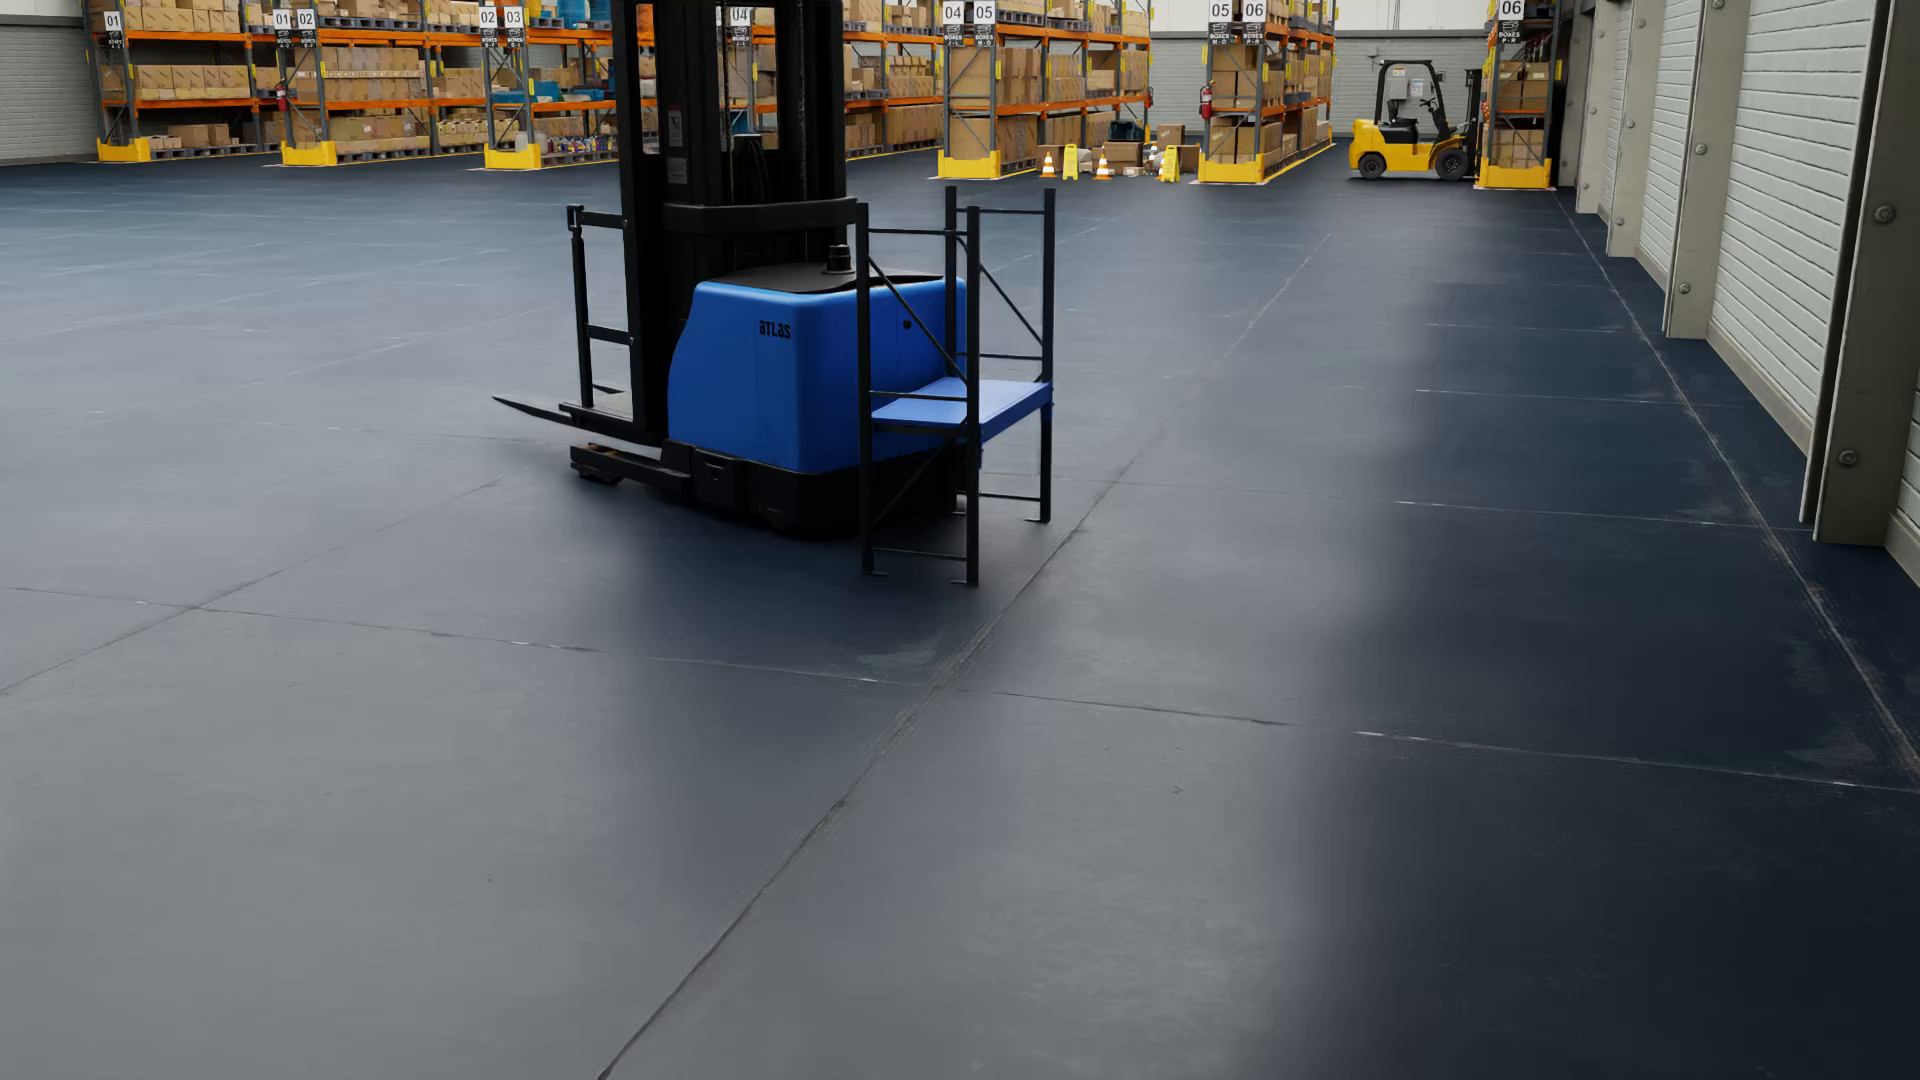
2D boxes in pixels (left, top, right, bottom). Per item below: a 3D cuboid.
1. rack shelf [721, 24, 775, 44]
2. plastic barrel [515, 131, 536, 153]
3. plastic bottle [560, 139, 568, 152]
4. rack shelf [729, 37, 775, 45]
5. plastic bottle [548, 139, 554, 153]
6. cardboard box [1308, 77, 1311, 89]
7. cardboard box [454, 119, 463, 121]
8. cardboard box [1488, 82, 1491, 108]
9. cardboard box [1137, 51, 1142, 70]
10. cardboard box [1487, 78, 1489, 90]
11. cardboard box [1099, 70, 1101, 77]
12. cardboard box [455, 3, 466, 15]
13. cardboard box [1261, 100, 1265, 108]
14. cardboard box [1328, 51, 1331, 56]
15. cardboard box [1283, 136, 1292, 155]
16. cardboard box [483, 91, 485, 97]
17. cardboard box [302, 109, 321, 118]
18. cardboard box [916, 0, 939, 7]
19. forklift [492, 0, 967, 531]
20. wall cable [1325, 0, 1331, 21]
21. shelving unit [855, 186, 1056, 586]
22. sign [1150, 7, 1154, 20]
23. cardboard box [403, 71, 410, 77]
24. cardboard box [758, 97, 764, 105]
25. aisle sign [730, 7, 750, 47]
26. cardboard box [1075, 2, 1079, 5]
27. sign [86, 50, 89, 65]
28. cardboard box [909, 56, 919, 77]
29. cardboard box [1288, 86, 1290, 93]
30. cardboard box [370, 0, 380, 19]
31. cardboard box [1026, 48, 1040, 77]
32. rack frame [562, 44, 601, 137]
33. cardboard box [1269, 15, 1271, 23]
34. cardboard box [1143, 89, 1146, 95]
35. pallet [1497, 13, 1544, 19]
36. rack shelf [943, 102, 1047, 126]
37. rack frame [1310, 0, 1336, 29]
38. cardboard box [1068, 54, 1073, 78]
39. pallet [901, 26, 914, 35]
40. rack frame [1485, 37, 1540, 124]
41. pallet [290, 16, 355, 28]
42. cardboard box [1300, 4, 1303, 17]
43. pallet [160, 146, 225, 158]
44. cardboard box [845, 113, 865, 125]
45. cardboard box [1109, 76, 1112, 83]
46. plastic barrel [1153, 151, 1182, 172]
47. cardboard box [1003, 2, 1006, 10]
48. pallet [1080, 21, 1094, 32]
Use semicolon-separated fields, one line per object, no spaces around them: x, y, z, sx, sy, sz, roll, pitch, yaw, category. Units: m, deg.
-3.974;-10.415;34.374;1.077;0.370;4.000;5;16;16;rack shelf
-9.178;-8.362;35.105;0.421;0.512;0.421;0;16;0;plastic barrel
-8.807;-8.782;36.981;0.152;0.276;0.135;5;16;16;plastic bottle
-5.313;-13.939;46.797;1.077;0.370;4.000;5;16;16;rack shelf
-8.990;-8.654;36.516;0.061;0.283;0.133;5;16;16;plastic bottle
7.914;-10.666;38.795;0.500;0.250;0.500;5;16;16;cardboard box
-12.485;-10.421;41.813;0.500;0.311;0.500;4;16;14;cardboard box
10.041;-8.241;30.705;0.500;0.500;0.500;5;17;16;cardboard box
4.556;-12.834;44.519;0.500;0.500;0.500;6;17;19;cardboard box
11.323;-9.540;34.827;0.500;0.250;0.500;4;16;14;cardboard box
3.221;-11.359;40.481;0.380;0.149;0.250;4;16;15;cardboard box
-14.768;-15.368;48.466;0.500;0.500;0.500;4;16;15;cardboard box
5.465;-8.109;30.881;0.380;0.149;0.250;4;16;14;cardboard box
9.554;-12.802;43.763;0.380;0.149;0.250;4;16;15;cardboard box
6.639;-8.519;35.912;0.950;0.372;0.625;5;17;18;cardboard box
-12.074;-11.198;41.774;0.380;0.149;0.250;6;17;20;cardboard box
-16.893;-11.074;43.274;0.500;0.250;0.500;5;17;17;cardboard box
-0.859;-14.282;44.179;0.500;0.250;0.500;4;16;12;cardboard box
-1.336;-1.778;8.225;1.130;2.935;3.031;-15;22;-43;forklift
10.852;-16.609;49.394;0.463;3.000;0.029;5;16;16;wall cable
0.005;-0.693;7.024;0.538;1.500;1.048;6;17;19;shelving unit
5.257;-14.391;45.449;0.100;0.325;0.005;5;16;16;sign
-12.919;-10.750;38.361;0.380;0.149;0.250;4;16;14;cardboard box
-4.144;-8.794;33.298;0.380;0.149;0.250;5;16;16;cardboard box
-4.273;-10.006;32.347;0.394;0.787;0.004;5;16;16;aisle sign
2.669;-12.801;39.879;0.396;0.266;0.258;5;16;16;cardboard box
-19.316;-10.705;36.872;0.100;0.325;0.005;5;16;16;sign
-1.512;-12.119;42.537;0.797;0.503;0.637;5;17;16;cardboard box
6.635;-9.339;34.449;0.380;0.149;0.250;5;17;17;cardboard box
-13.492;-11.952;37.258;0.797;0.503;0.637;7;17;22;cardboard box
1.138;-9.775;34.043;0.875;0.550;0.550;5;16;16;cardboard box
-10.629;-12.704;46.621;1.000;3.000;0.127;5;16;16;rack frame
5.580;-9.689;30.956;0.380;0.149;0.250;4;16;14;cardboard box
4.909;-12.342;45.806;0.380;0.149;0.250;5;16;16;cardboard box
10.638;-9.864;31.276;1.003;0.211;1.213;5;16;16;pallet
0.753;-8.561;33.334;1.077;0.370;4.000;5;16;16;rack shelf
9.506;-15.099;44.071;1.000;3.000;0.127;5;16;16;rack frame
2.178;-10.757;37.742;0.700;0.500;0.500;4;16;15;cardboard box
-1.822;-12.706;41.477;1.003;0.211;1.213;5;17;18;pallet
11.992;-9.736;36.157;1.000;3.000;0.127;5;16;16;rack frame
-13.814;-11.148;35.800;1.003;0.211;1.213;5;16;16;pallet
6.789;-10.901;34.272;0.500;0.250;0.500;4;16;15;cardboard box
-18.155;-9.154;39.215;1.003;0.211;1.213;5;16;16;pallet
-2.572;-9.941;39.280;0.500;0.250;0.500;7;17;22;cardboard box
3.597;-11.559;41.732;0.380;0.149;0.250;5;17;16;cardboard box
4.094;-7.445;32.802;0.421;0.421;0.512;-10;19;-32;plastic barrel
0.661;-10.088;31.409;0.380;0.149;0.250;5;17;16;cardboard box
2.325;-11.657;37.778;1.213;0.211;1.003;5;17;18;pallet
